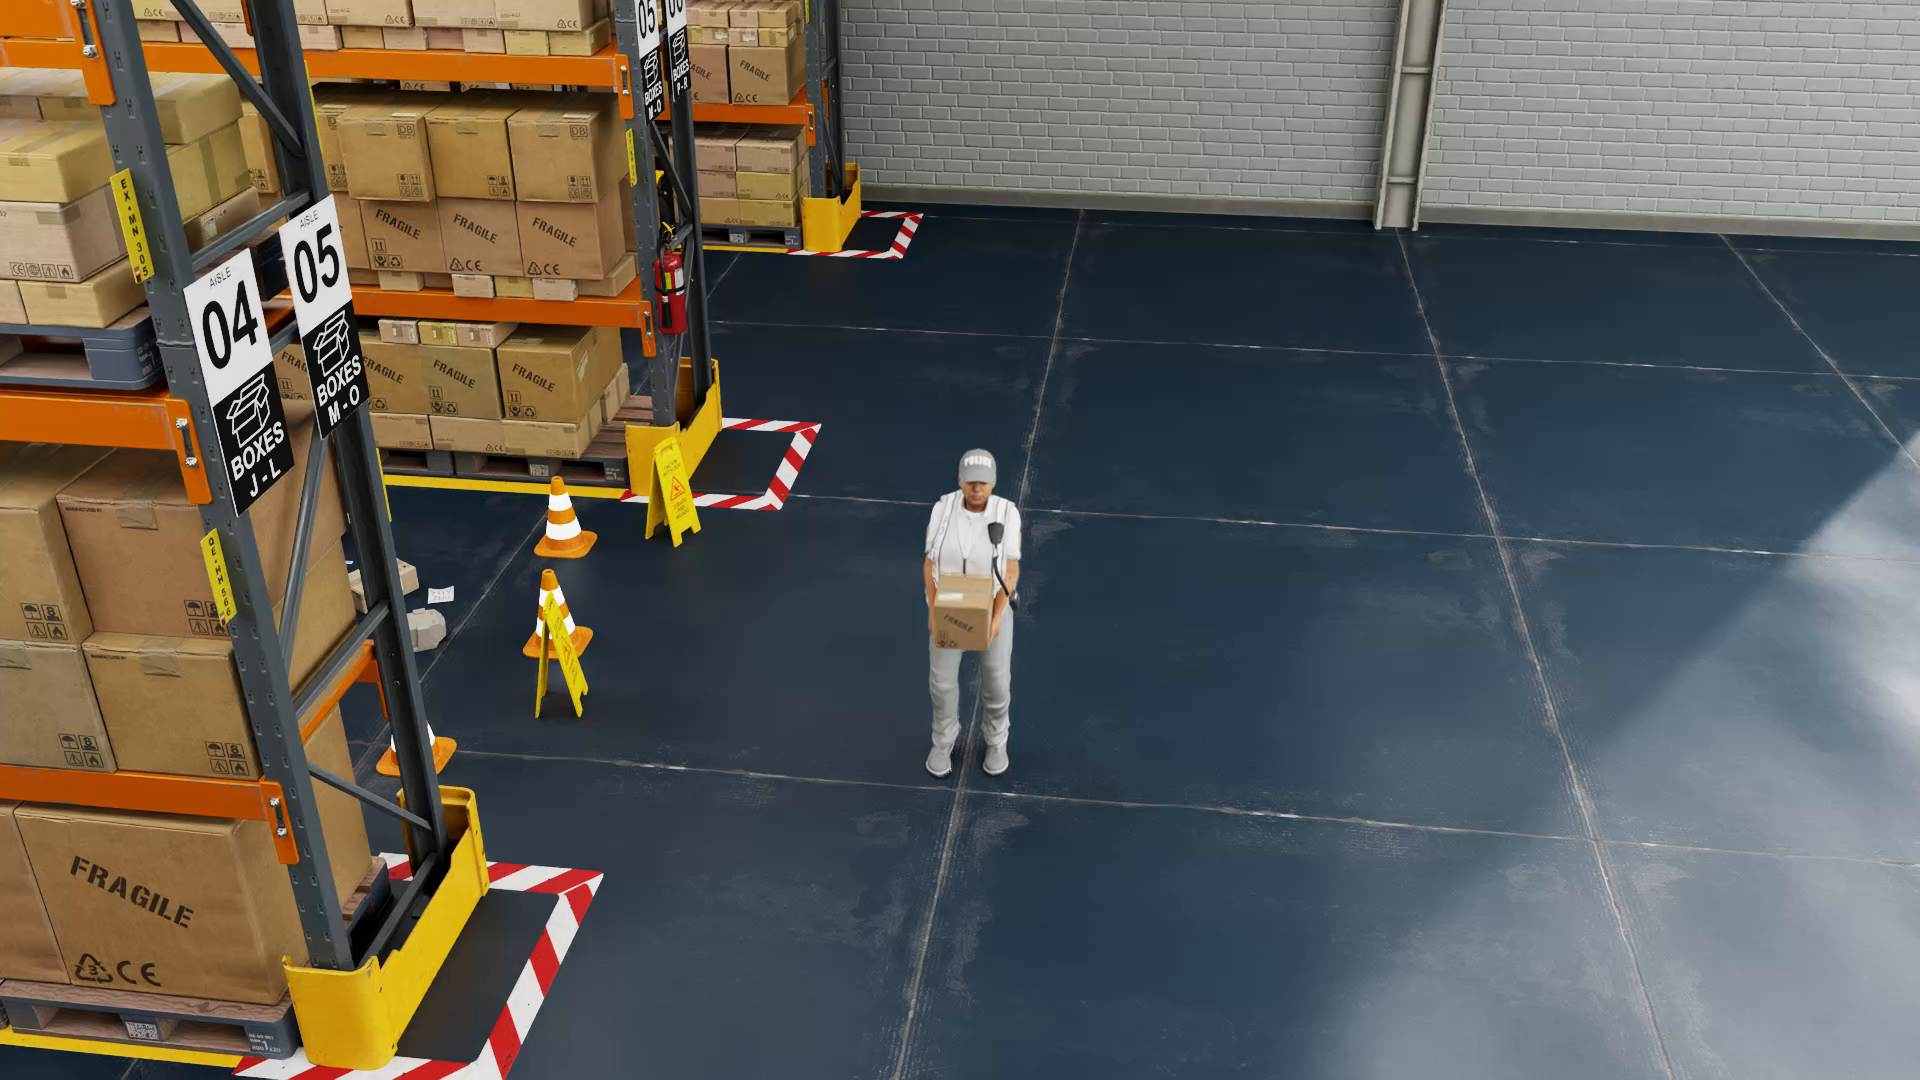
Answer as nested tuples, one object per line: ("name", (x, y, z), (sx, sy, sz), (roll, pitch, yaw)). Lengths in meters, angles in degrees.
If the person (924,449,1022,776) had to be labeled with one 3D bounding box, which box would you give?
("person", (0.053, 0.376, 7.934), (0.456, 1.660, 0.535), (3, 29, 6))
